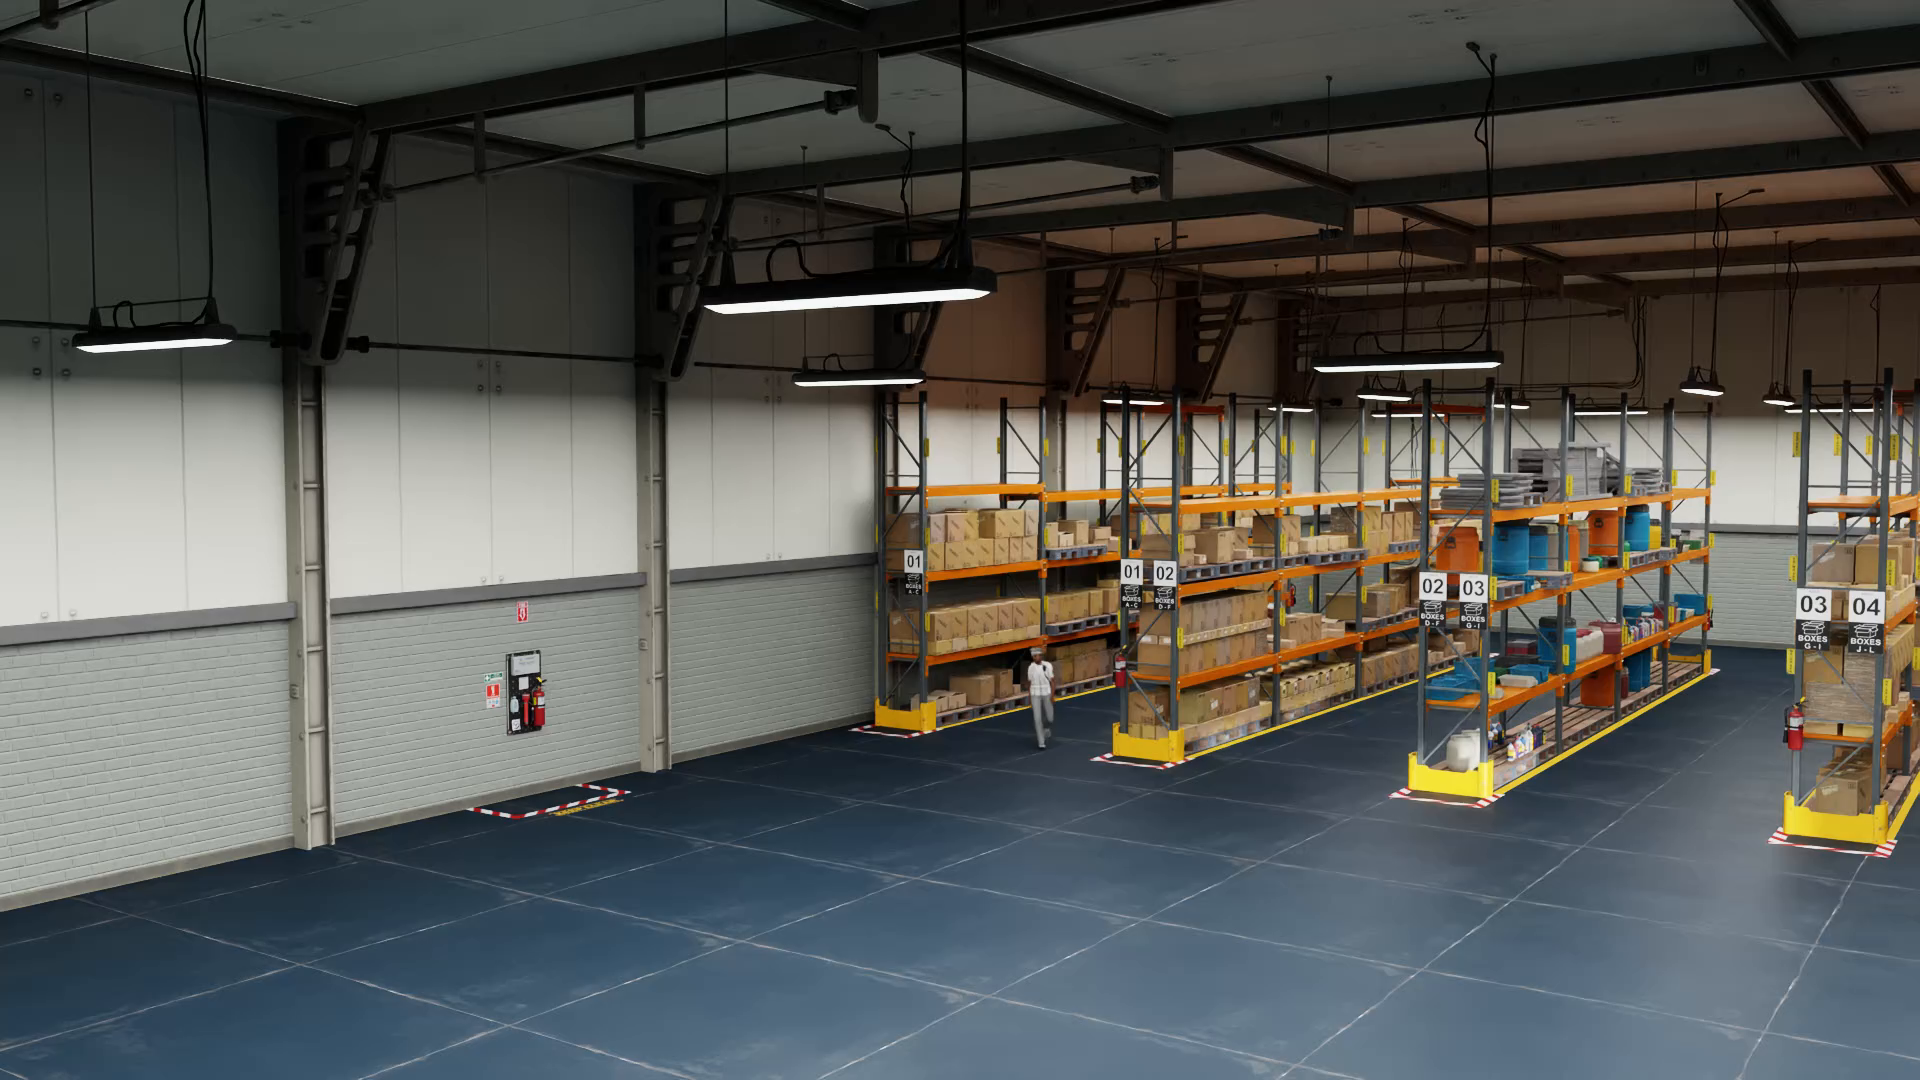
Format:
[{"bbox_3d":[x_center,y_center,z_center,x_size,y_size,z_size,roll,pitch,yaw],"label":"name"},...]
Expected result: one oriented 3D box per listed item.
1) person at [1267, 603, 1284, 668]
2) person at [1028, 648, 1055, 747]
[{"bbox_3d":[6.714,2.190,35.596,0.690,1.687,0.630,3,4,42],"label":"person"},{"bbox_3d":[1.368,2.623,27.962,0.461,1.636,0.770,0,3,6],"label":"person"}]
